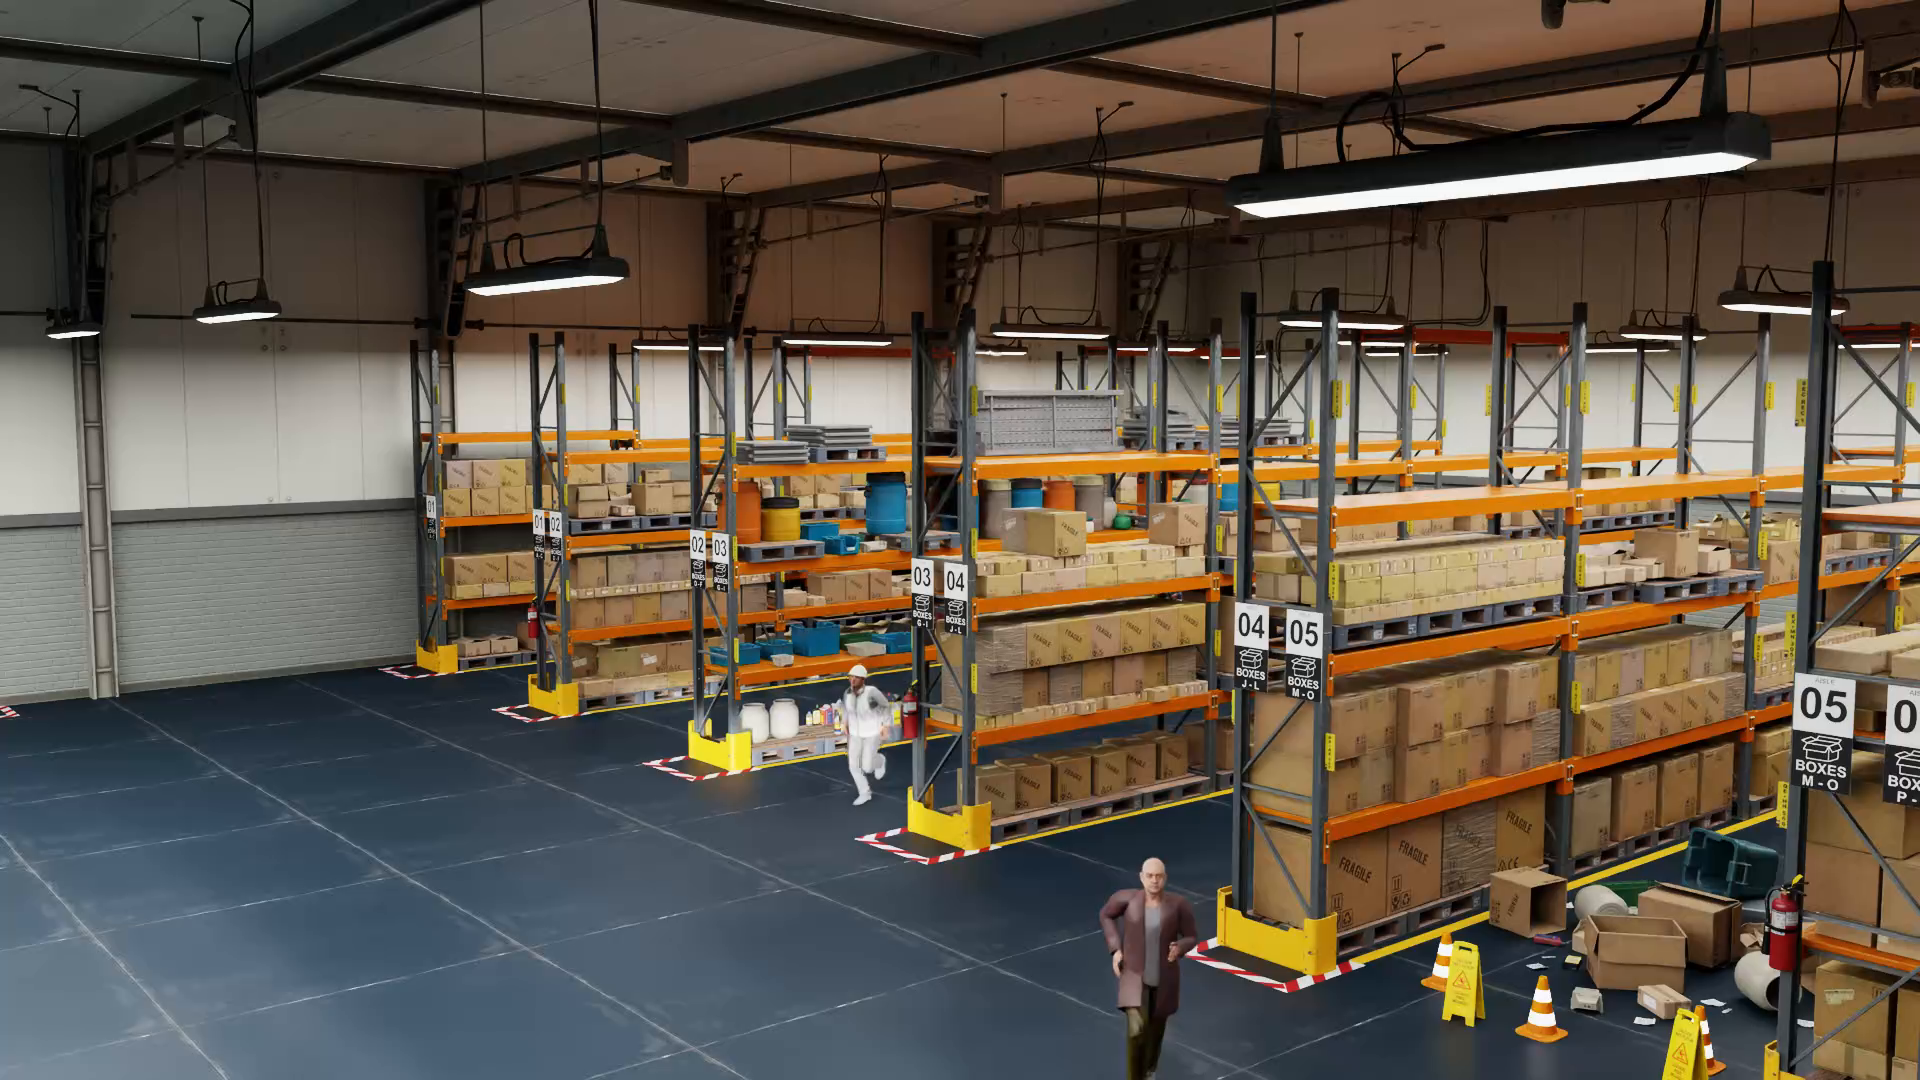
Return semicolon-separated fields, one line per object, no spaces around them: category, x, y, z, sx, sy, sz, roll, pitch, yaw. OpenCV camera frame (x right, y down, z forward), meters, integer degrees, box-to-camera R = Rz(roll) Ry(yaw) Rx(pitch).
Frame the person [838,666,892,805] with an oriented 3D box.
person;-1.202;2.412;20.683;0.694;1.731;0.685;3;6;26

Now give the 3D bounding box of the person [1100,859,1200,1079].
person;1.365;3.189;11.914;0.684;1.850;0.857;0;5;-1
